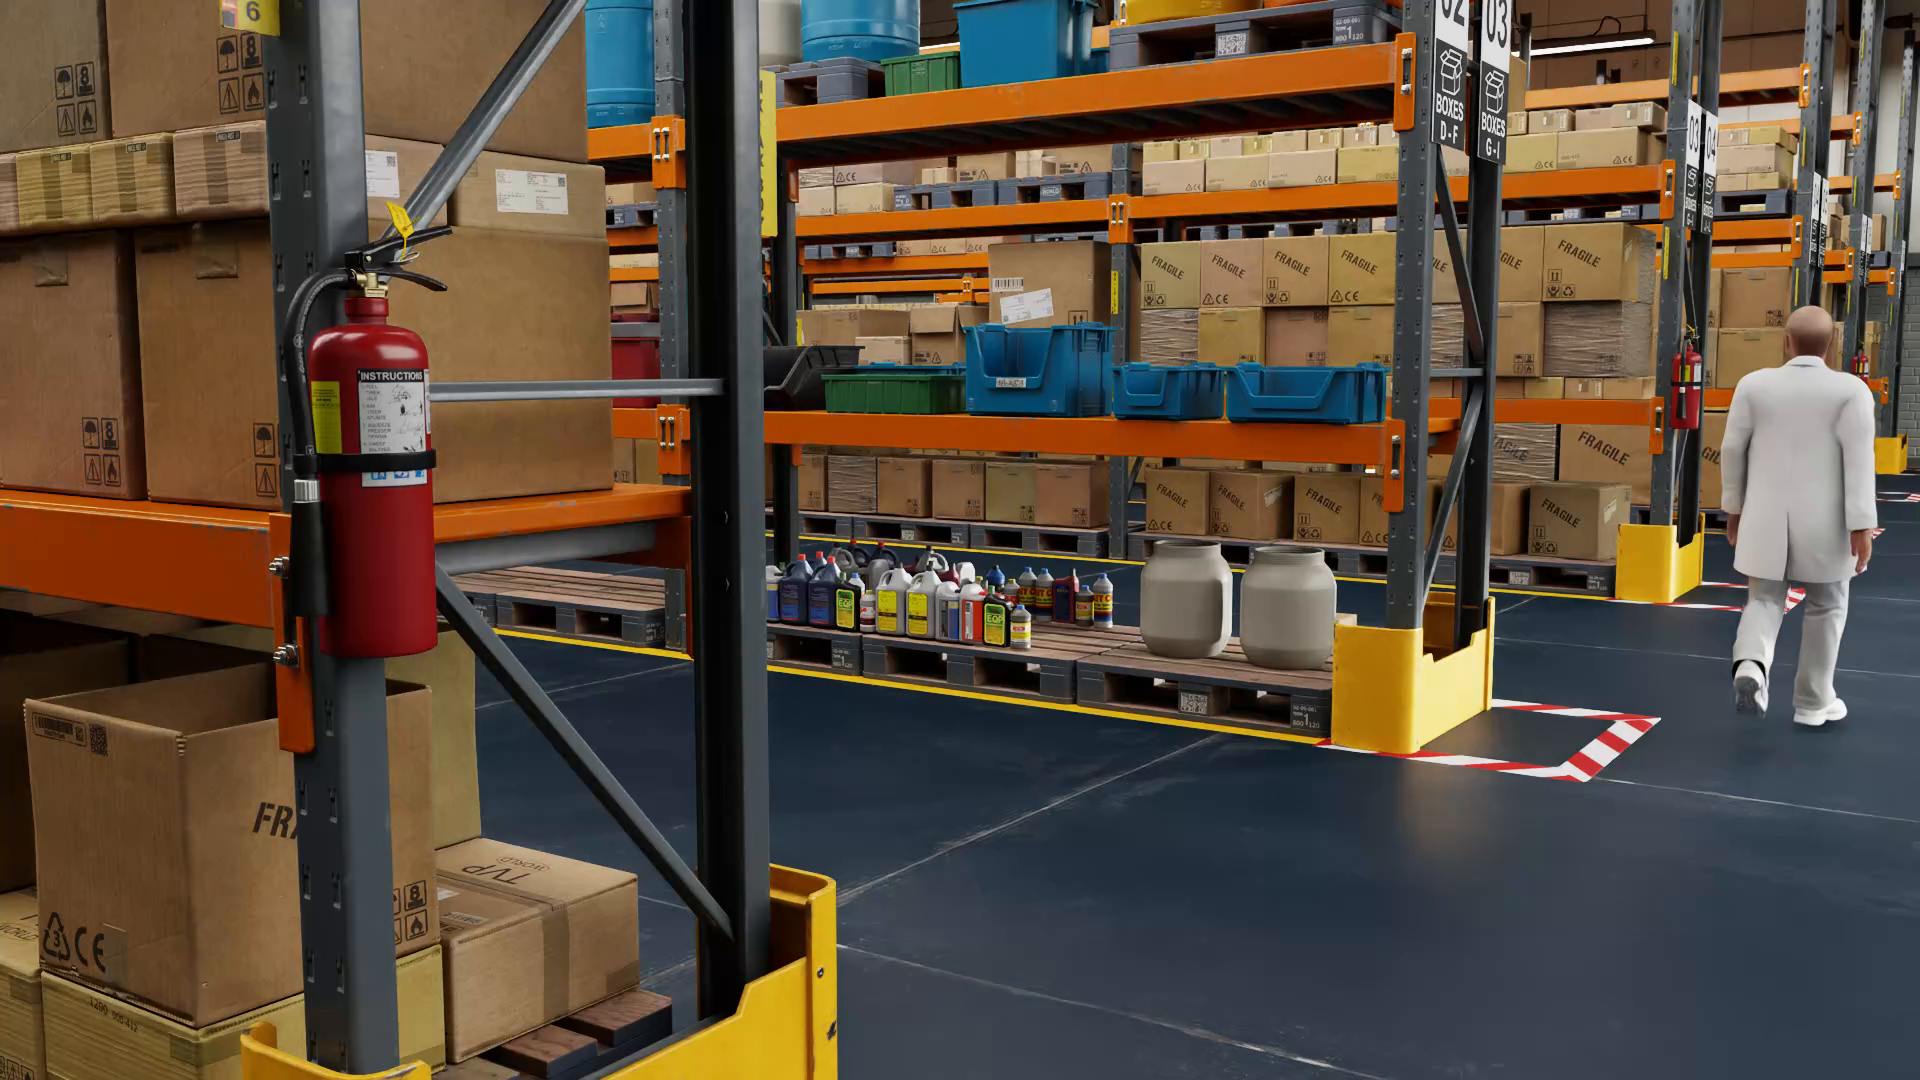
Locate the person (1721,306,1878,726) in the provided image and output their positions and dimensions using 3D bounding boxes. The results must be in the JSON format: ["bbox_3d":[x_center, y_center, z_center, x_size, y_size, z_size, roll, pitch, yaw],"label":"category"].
[{"bbox_3d":[3.475,-0.086,6.899,0.625,1.754,0.873,6,8,42],"label":"person"}]
